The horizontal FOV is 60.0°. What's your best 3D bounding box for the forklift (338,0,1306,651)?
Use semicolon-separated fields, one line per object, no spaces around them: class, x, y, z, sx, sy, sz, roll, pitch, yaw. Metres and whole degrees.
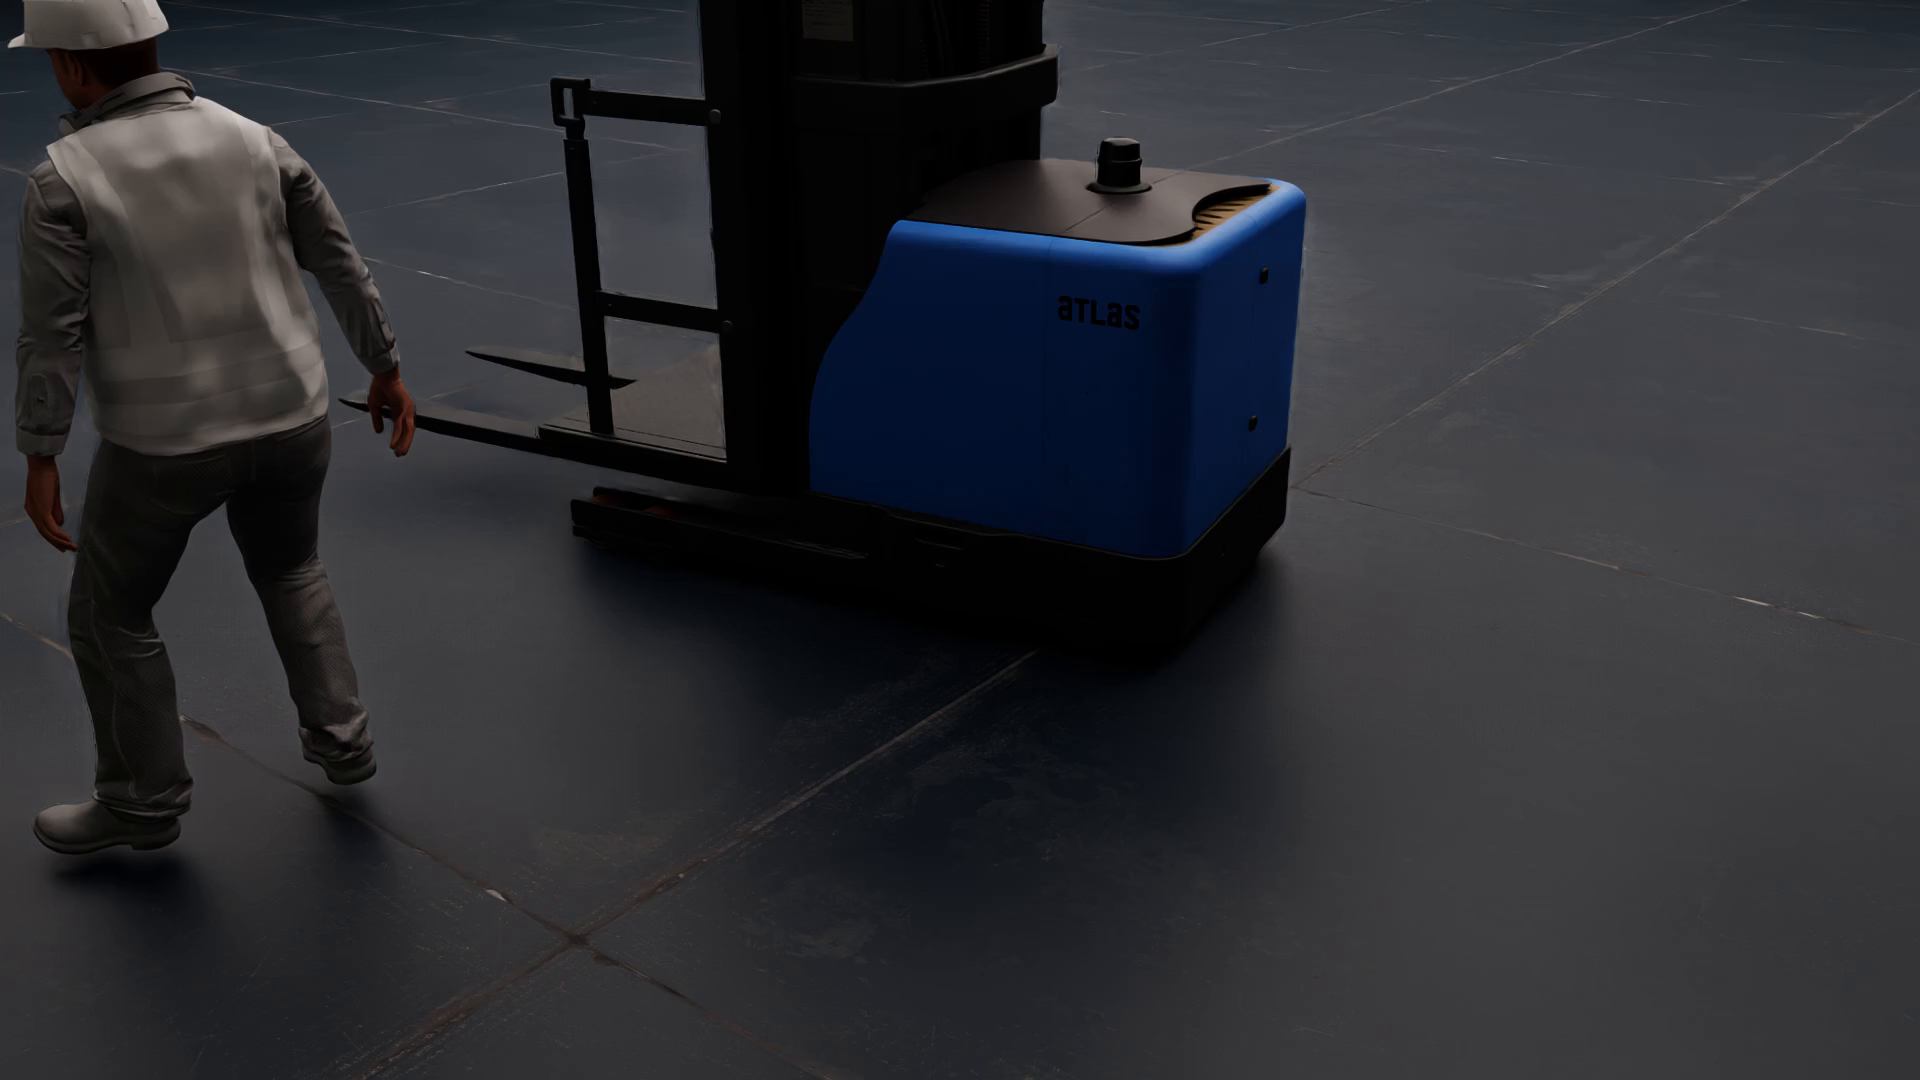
forklift;-0.578;-1.455;4.686;3.031;2.935;1.130;12;26;25

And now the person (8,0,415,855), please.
person;-1.529;-0.246;3.303;0.844;1.736;0.435;-22;31;-40
